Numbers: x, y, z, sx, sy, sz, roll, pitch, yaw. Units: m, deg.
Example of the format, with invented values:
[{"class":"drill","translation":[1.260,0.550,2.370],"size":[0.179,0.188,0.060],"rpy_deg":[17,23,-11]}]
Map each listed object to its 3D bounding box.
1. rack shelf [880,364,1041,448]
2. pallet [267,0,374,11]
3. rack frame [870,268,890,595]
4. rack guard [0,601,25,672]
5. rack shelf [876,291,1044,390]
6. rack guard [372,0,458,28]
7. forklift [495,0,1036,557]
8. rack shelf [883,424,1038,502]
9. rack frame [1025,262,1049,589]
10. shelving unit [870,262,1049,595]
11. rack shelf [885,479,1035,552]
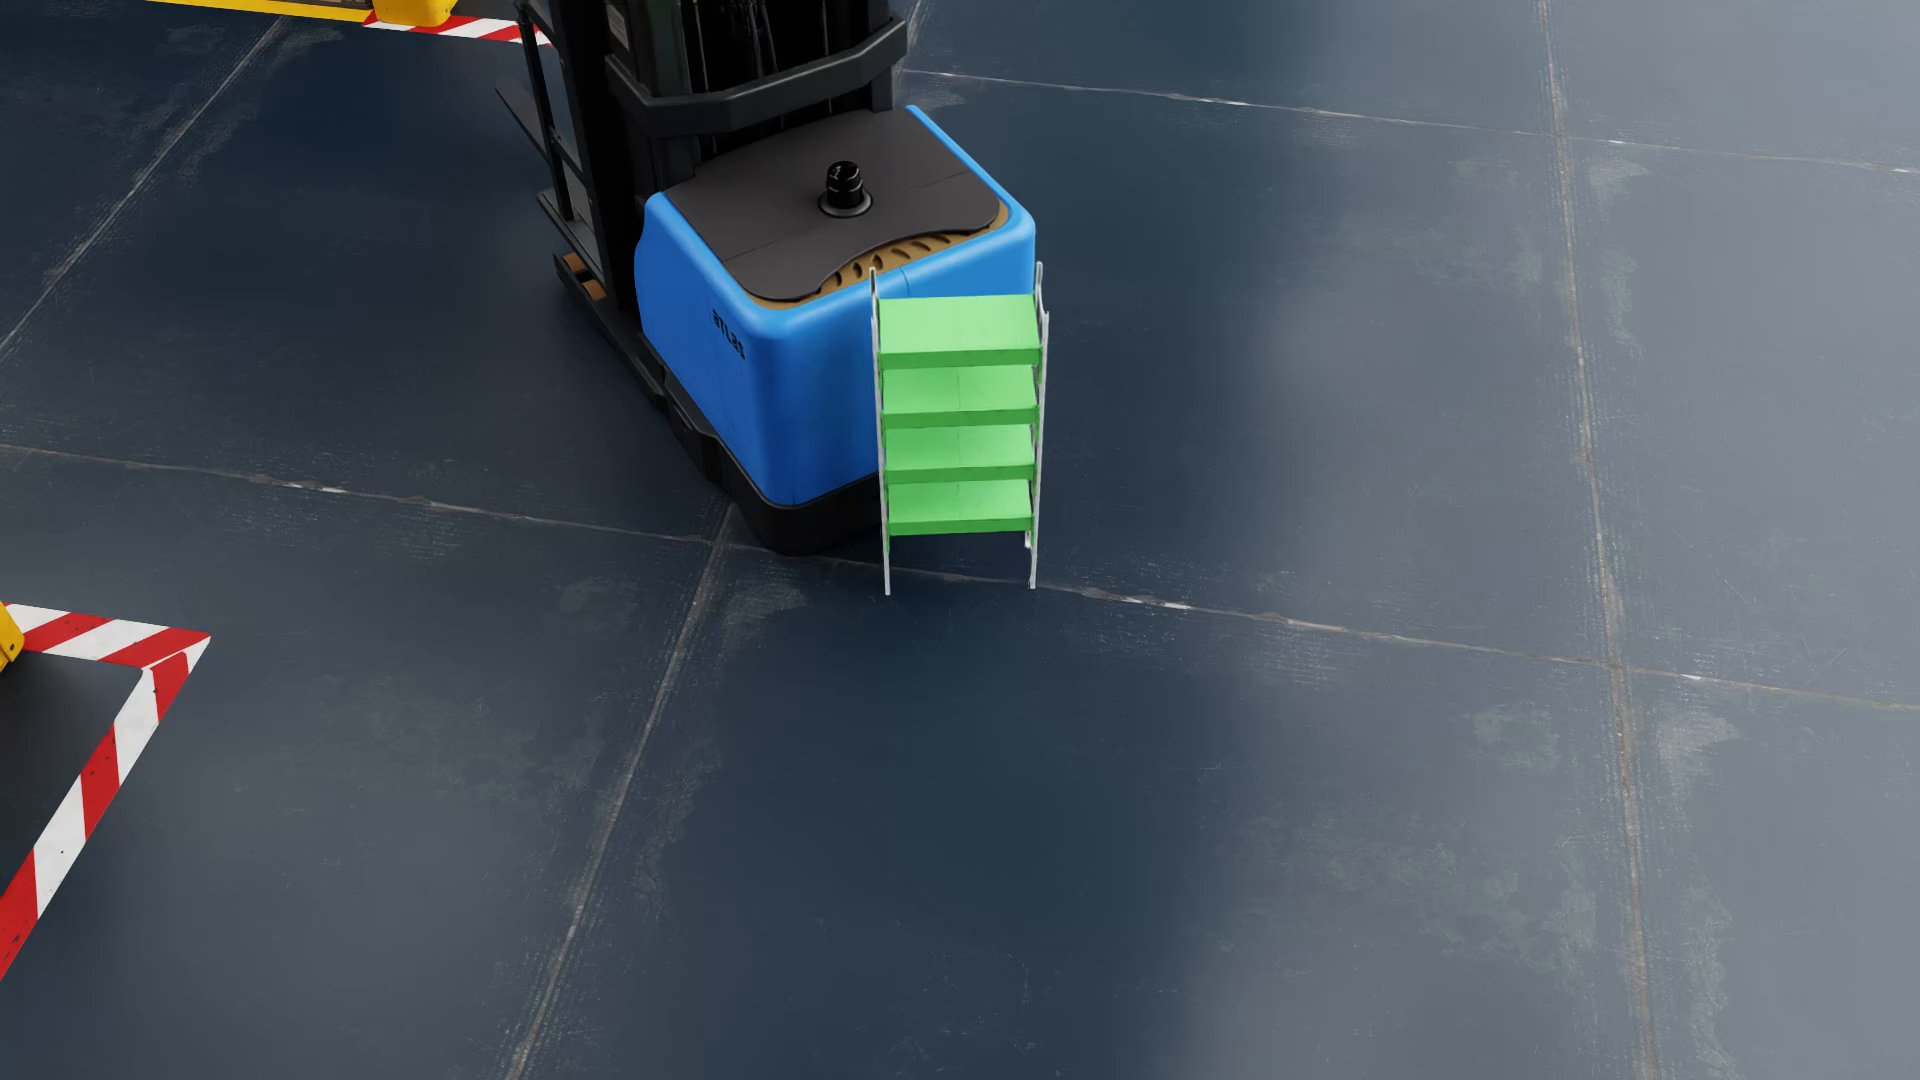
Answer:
[{"class":"rack shelf","translation":[-0.005,-0.432,5.095],"size":[0.480,0.148,0.258],"rpy_deg":[-2,48,-2]},{"class":"pallet","translation":[-3.347,-3.076,8.372],"size":[1.213,0.211,1.003],"rpy_deg":[8,49,7]},{"class":"rack frame","translation":[-0.249,-0.304,5.217],"size":[0.015,1.200,0.240],"rpy_deg":[-2,48,-2]},{"class":"rack guard","translation":[-3.326,0.543,4.926],"size":[0.348,0.500,1.175],"rpy_deg":[8,49,7]},{"class":"rack shelf","translation":[-0.005,-0.592,4.916],"size":[0.480,0.148,0.258],"rpy_deg":[-2,48,-2]},{"class":"rack guard","translation":[-2.549,-3.061,8.164],"size":[0.348,0.500,1.175],"rpy_deg":[8,49,7]},{"class":"forklift","translation":[-0.947,-2.006,5.582],"size":[1.130,2.935,3.031],"rpy_deg":[-25,53,-21]},{"class":"rack shelf","translation":[-0.005,-0.271,5.273],"size":[0.480,0.148,0.258],"rpy_deg":[-2,48,-2]},{"class":"rack frame","translation":[0.238,-0.324,5.234],"size":[0.015,1.200,0.240],"rpy_deg":[-2,48,-2]},{"class":"shelving unit","translation":[-0.005,-0.314,5.226],"size":[0.503,1.200,0.258],"rpy_deg":[-2,48,-2]},{"class":"rack shelf","translation":[-0.005,-0.111,5.452],"size":[0.480,0.148,0.258],"rpy_deg":[-2,48,-2]}]
